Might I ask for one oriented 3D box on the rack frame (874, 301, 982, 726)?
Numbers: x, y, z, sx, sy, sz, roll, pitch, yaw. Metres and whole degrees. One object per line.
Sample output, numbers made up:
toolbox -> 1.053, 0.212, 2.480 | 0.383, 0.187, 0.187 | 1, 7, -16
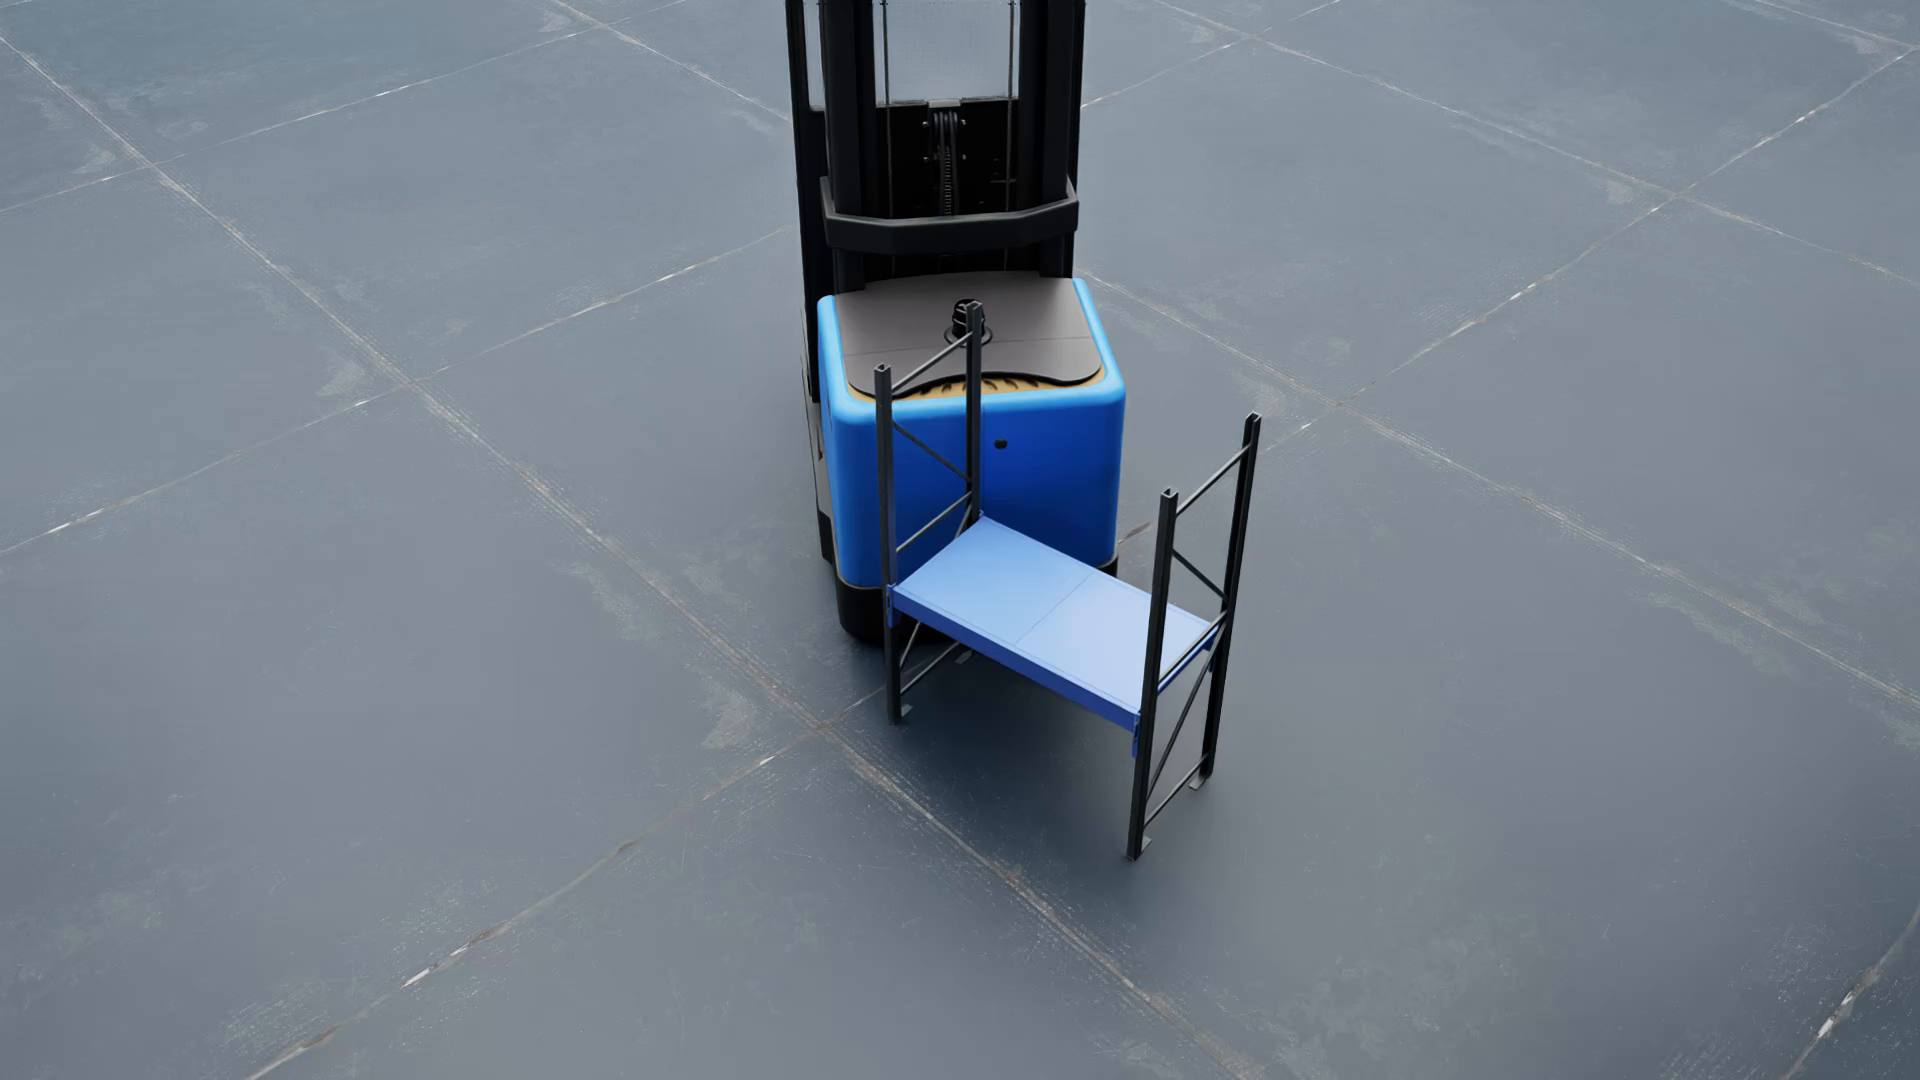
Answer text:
rack frame -> -0.095, -0.051, 5.619 | 0.032, 1.500, 0.500 | 26, 46, 28

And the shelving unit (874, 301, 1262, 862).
shelving unit -> 0.308, 0.145, 5.377 | 1.048, 1.500, 0.538 | 26, 46, 28

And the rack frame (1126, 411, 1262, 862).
rack frame -> 0.710, 0.340, 5.135 | 0.032, 1.500, 0.500 | 26, 46, 28

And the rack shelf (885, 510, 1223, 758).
rack shelf -> 0.308, 0.285, 5.490 | 1.000, 0.185, 0.538 | 26, 46, 28

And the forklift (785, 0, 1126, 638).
forklift -> -0.122, -1.699, 6.521 | 1.130, 2.935, 3.031 | -5, 39, -6
